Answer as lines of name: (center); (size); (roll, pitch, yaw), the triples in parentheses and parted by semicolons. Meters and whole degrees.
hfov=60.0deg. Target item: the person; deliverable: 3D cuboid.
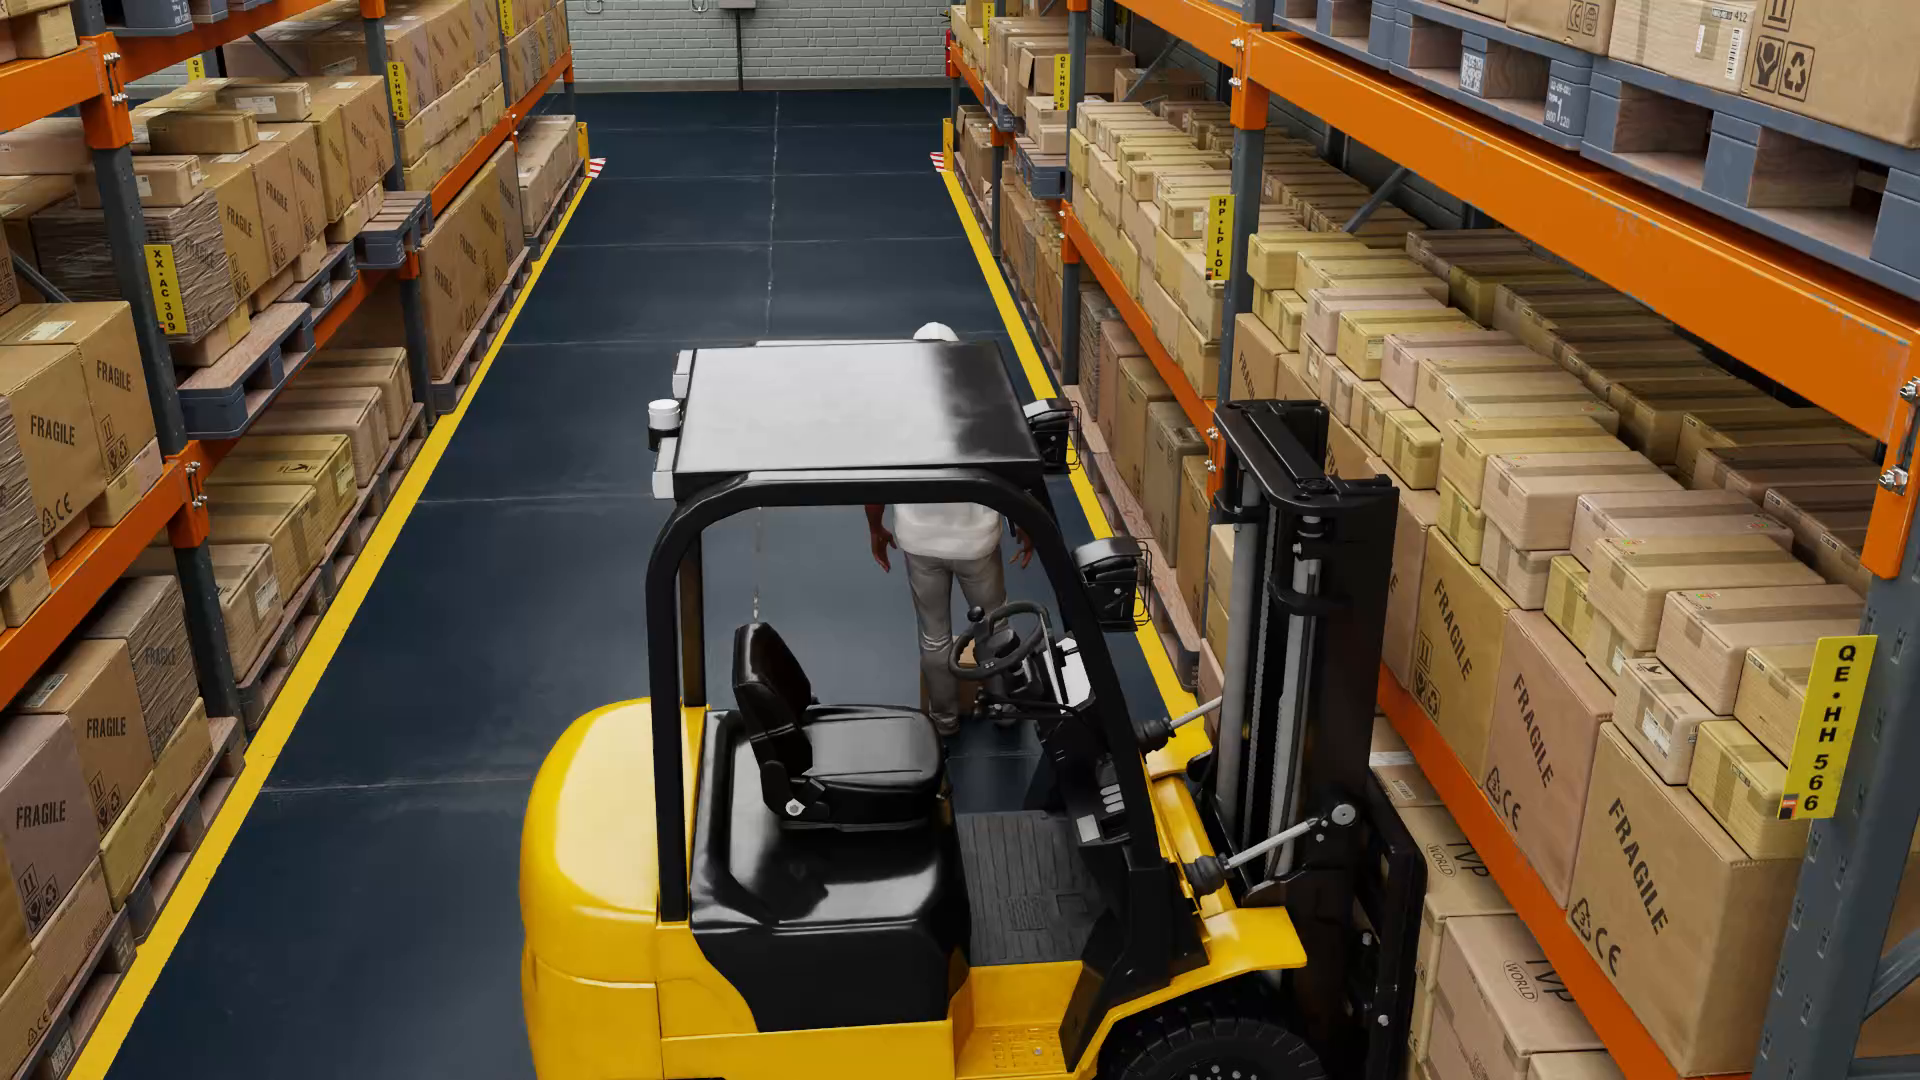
person: (-0.029, -0.042, 6.644); (0.666, 1.766, 0.576); (3, 24, 7)
